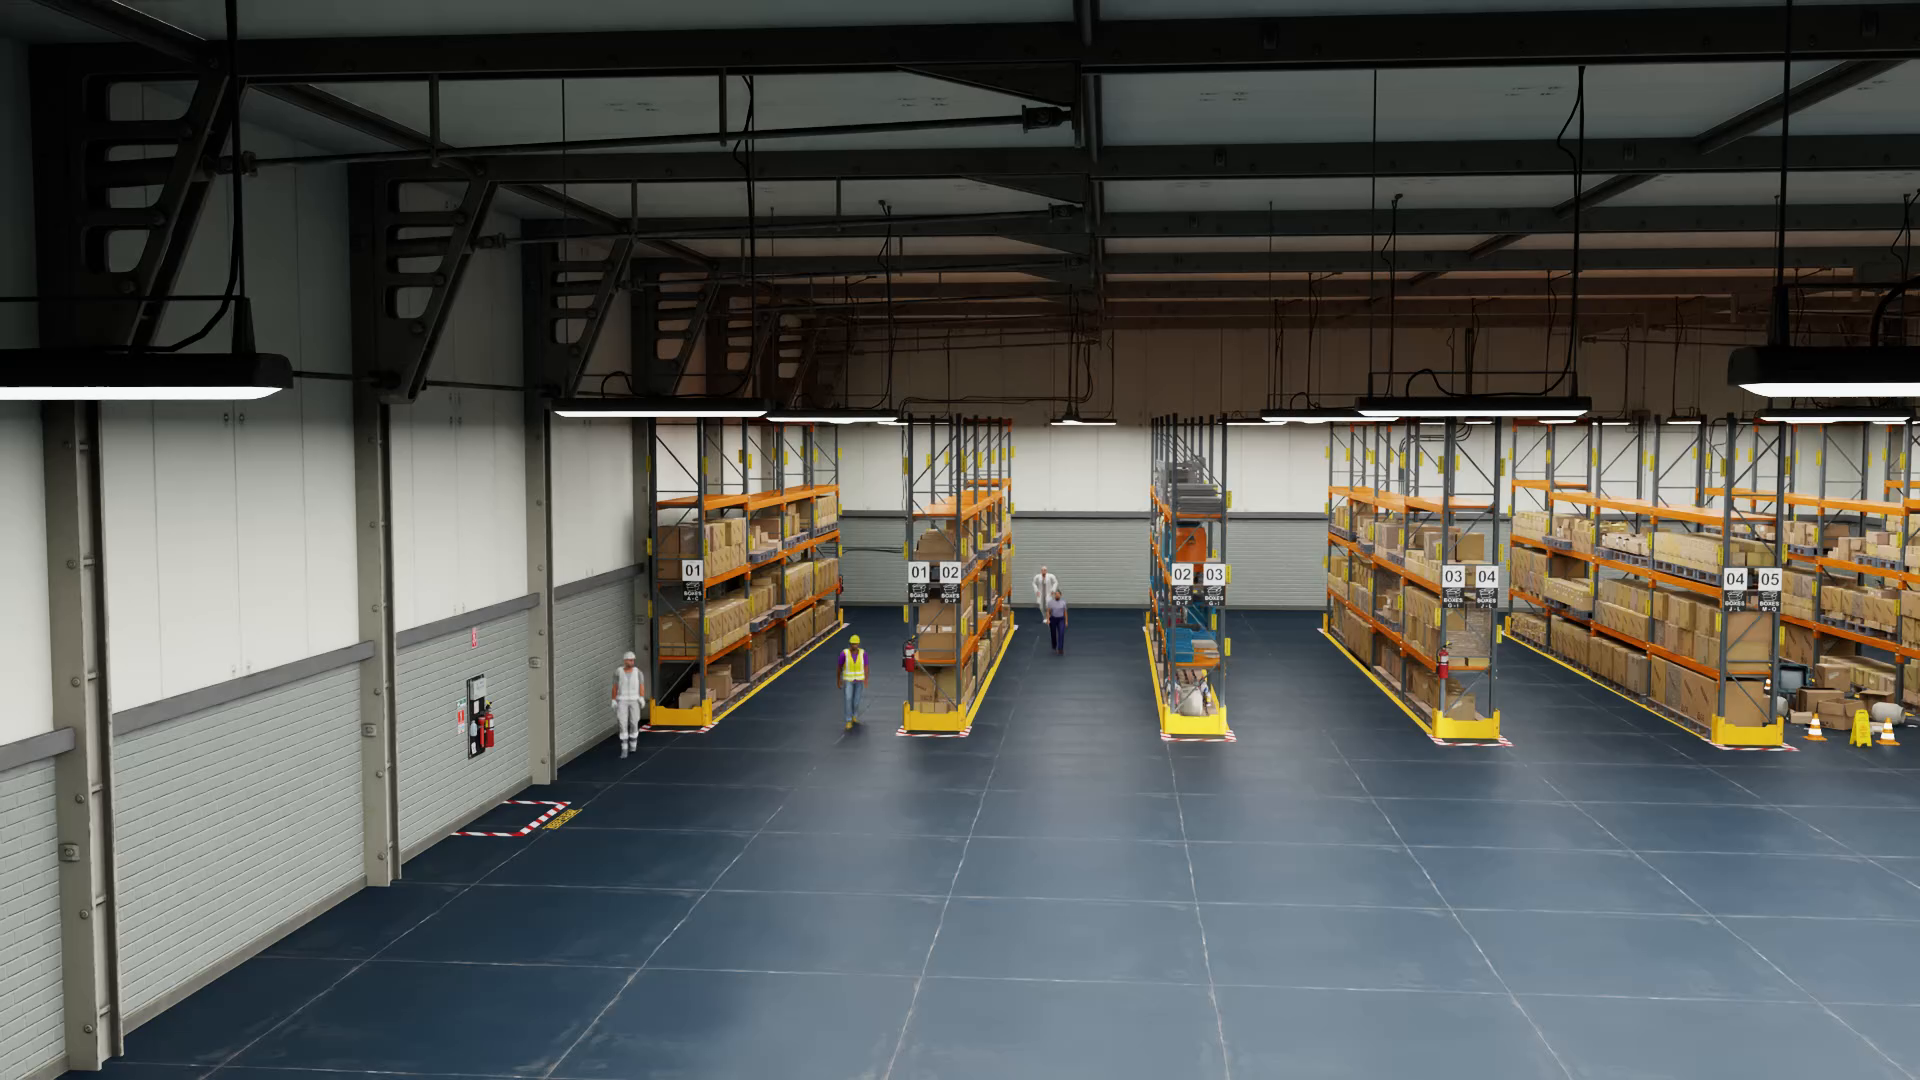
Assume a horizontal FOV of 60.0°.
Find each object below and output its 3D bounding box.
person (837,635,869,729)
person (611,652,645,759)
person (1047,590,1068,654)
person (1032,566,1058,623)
[{"bbox_3d":[-2.034,2.692,31.925,0.591,1.737,0.909,-1,4,-18],"label":"person"},{"bbox_3d":[-5.792,2.878,29.149,0.568,1.806,0.662,-1,4,-20],"label":"person"},{"bbox_3d":[2.477,2.068,42.367,0.534,1.583,1.053,0,4,3],"label":"person"},{"bbox_3d":[2.508,1.585,48.914,0.741,1.653,0.658,1,4,13],"label":"person"}]
